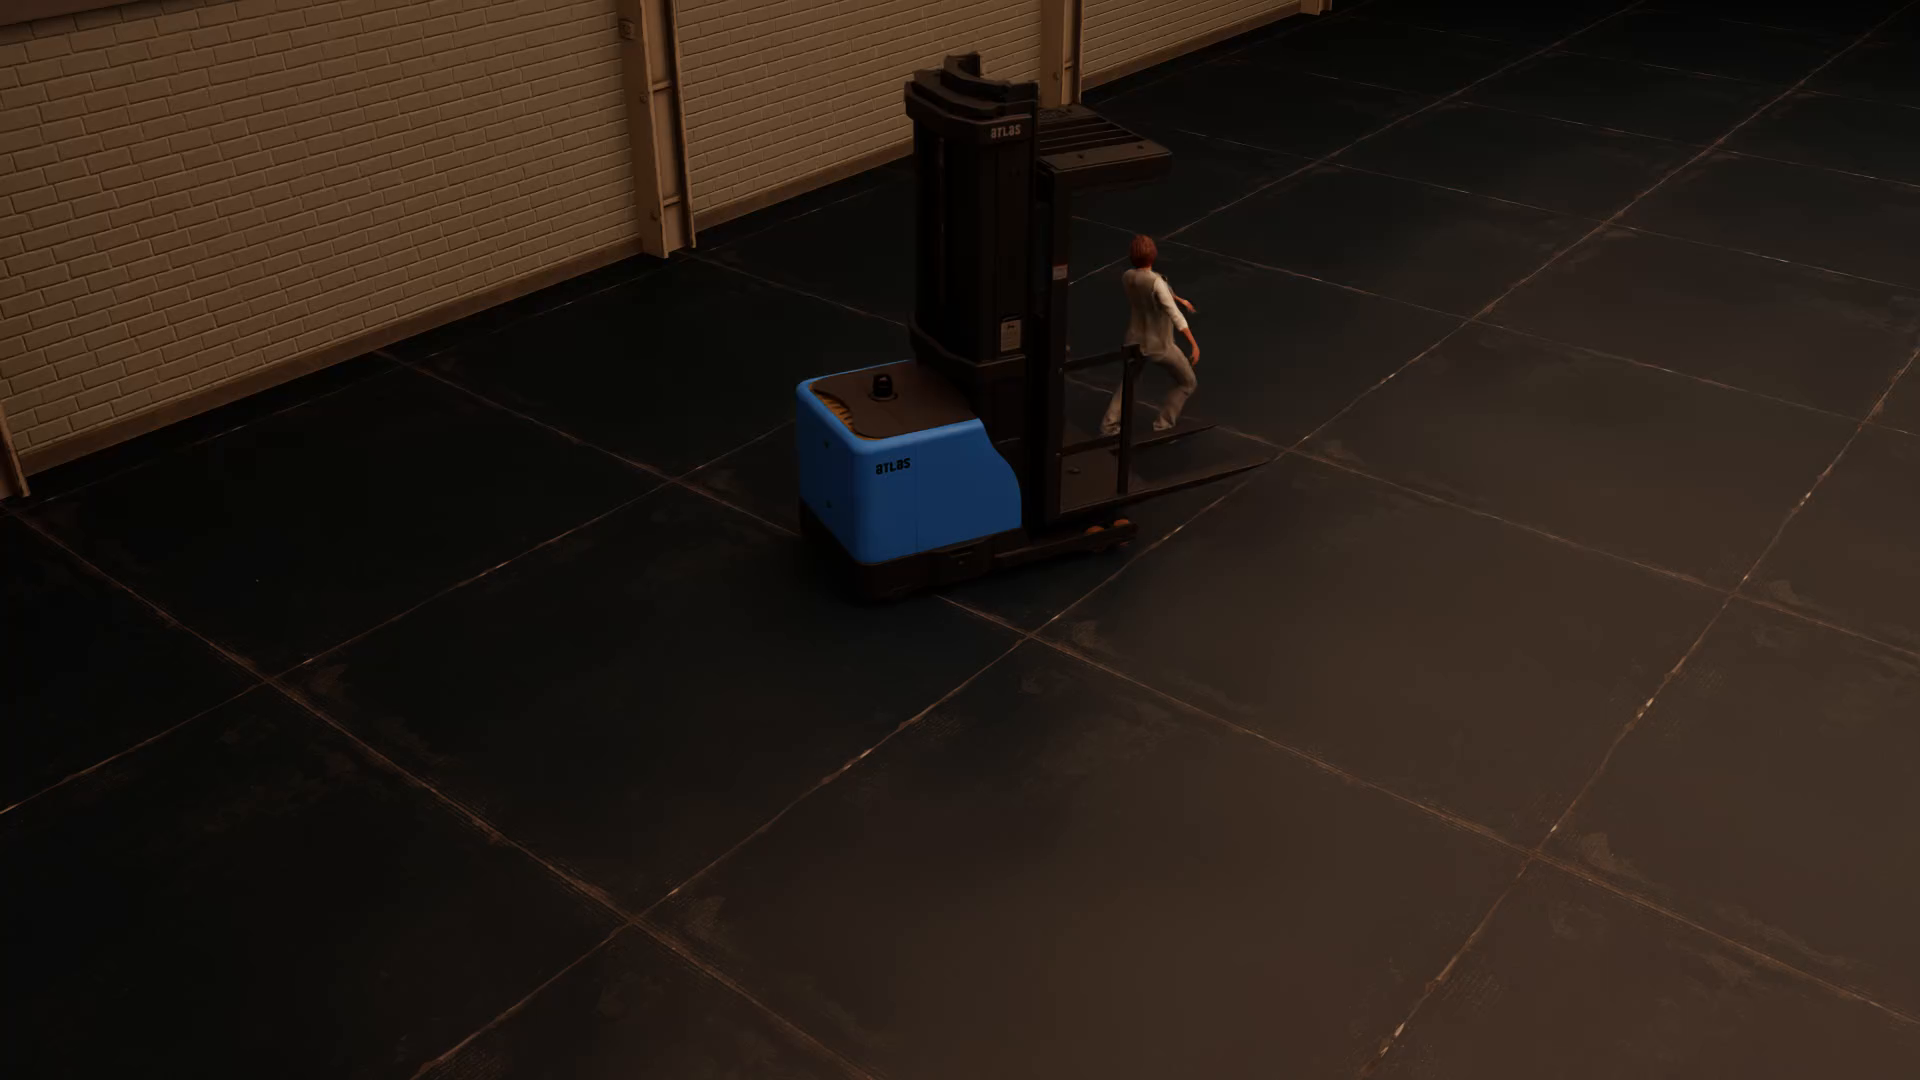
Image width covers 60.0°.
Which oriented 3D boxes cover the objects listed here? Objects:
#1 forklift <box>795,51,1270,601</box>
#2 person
[{"bbox_3d":[0.545,-1.409,10.007,3.031,2.935,1.130,-14,33,-23],"label":"forklift"},{"bbox_3d":[1.391,-1.307,11.372,0.754,1.568,0.606,-24,38,-35],"label":"person"}]
